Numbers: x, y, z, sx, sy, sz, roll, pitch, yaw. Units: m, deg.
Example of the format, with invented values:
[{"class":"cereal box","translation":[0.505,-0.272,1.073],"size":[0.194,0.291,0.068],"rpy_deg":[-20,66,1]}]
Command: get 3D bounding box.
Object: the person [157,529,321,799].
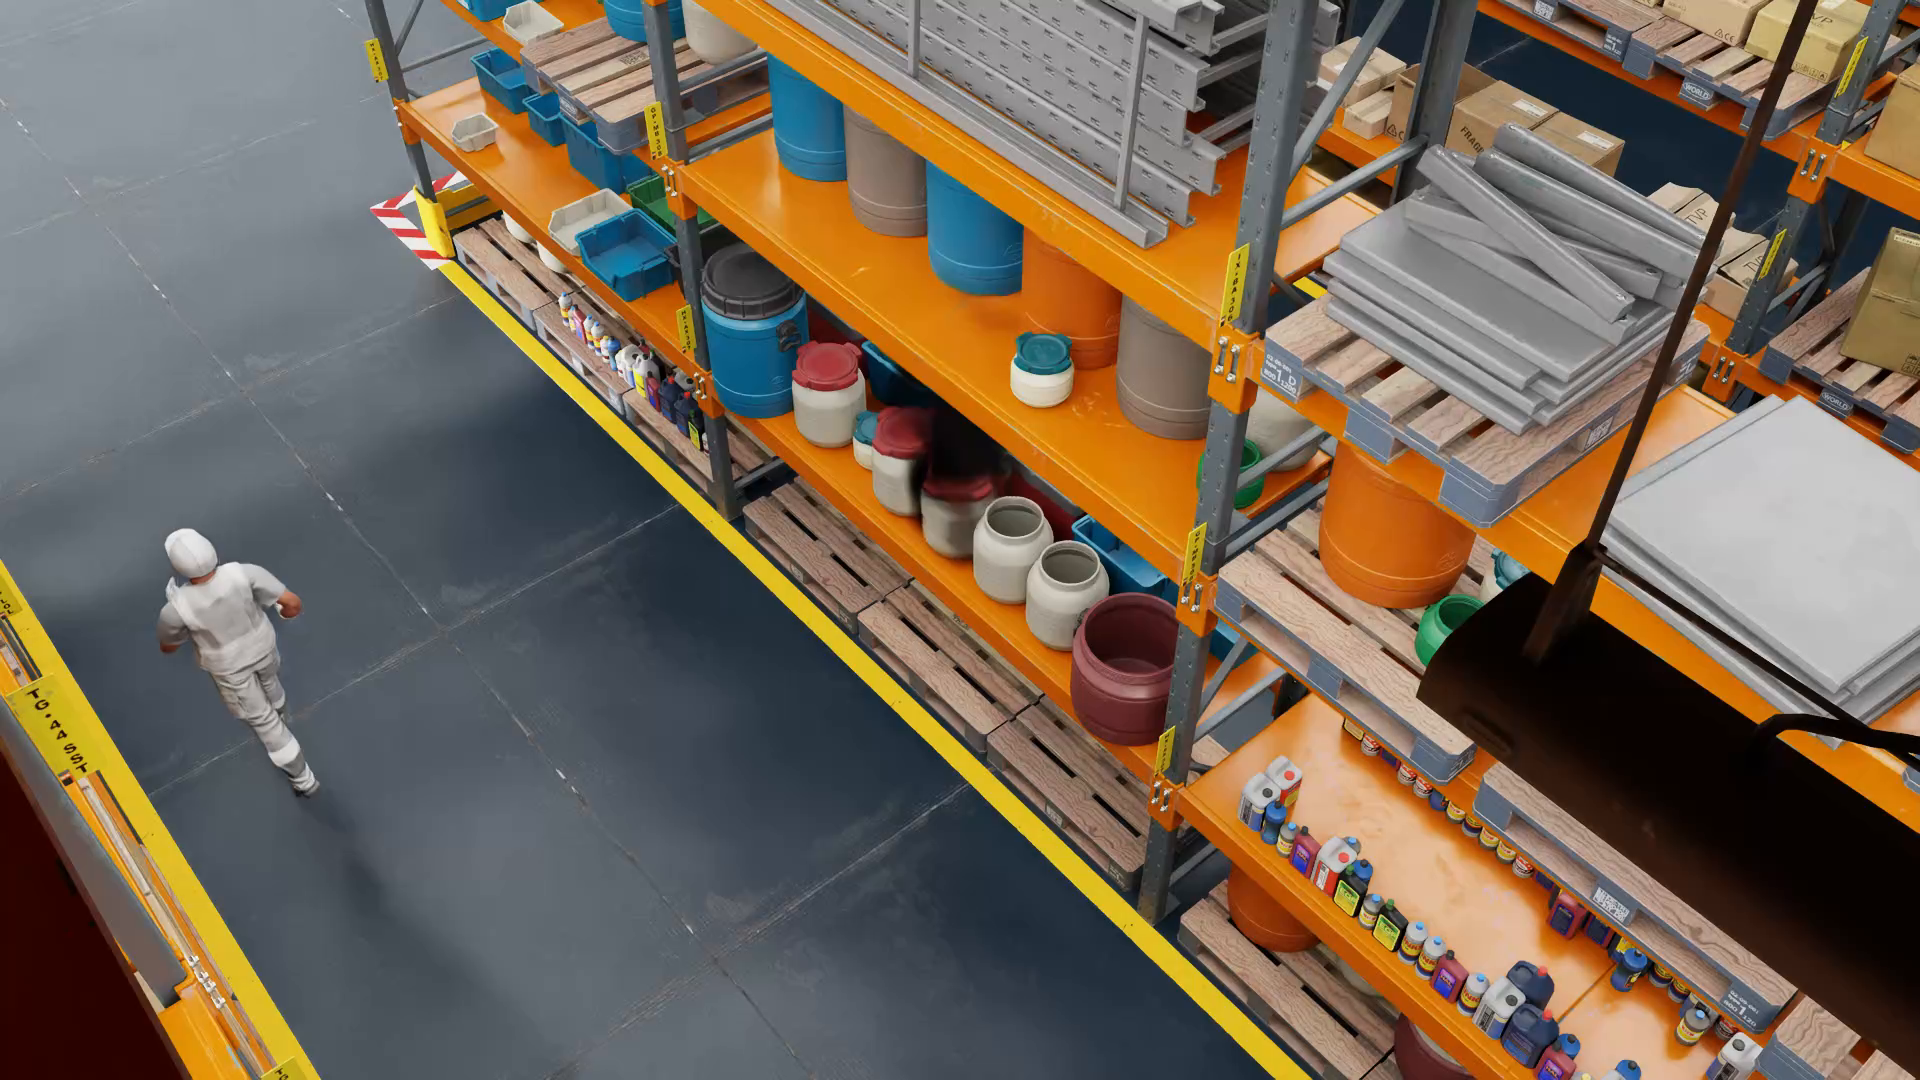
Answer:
[{"class":"person","translation":[-3.799,0.599,8.766],"size":[0.937,1.825,0.658],"rpy_deg":[35,56,28]}]
